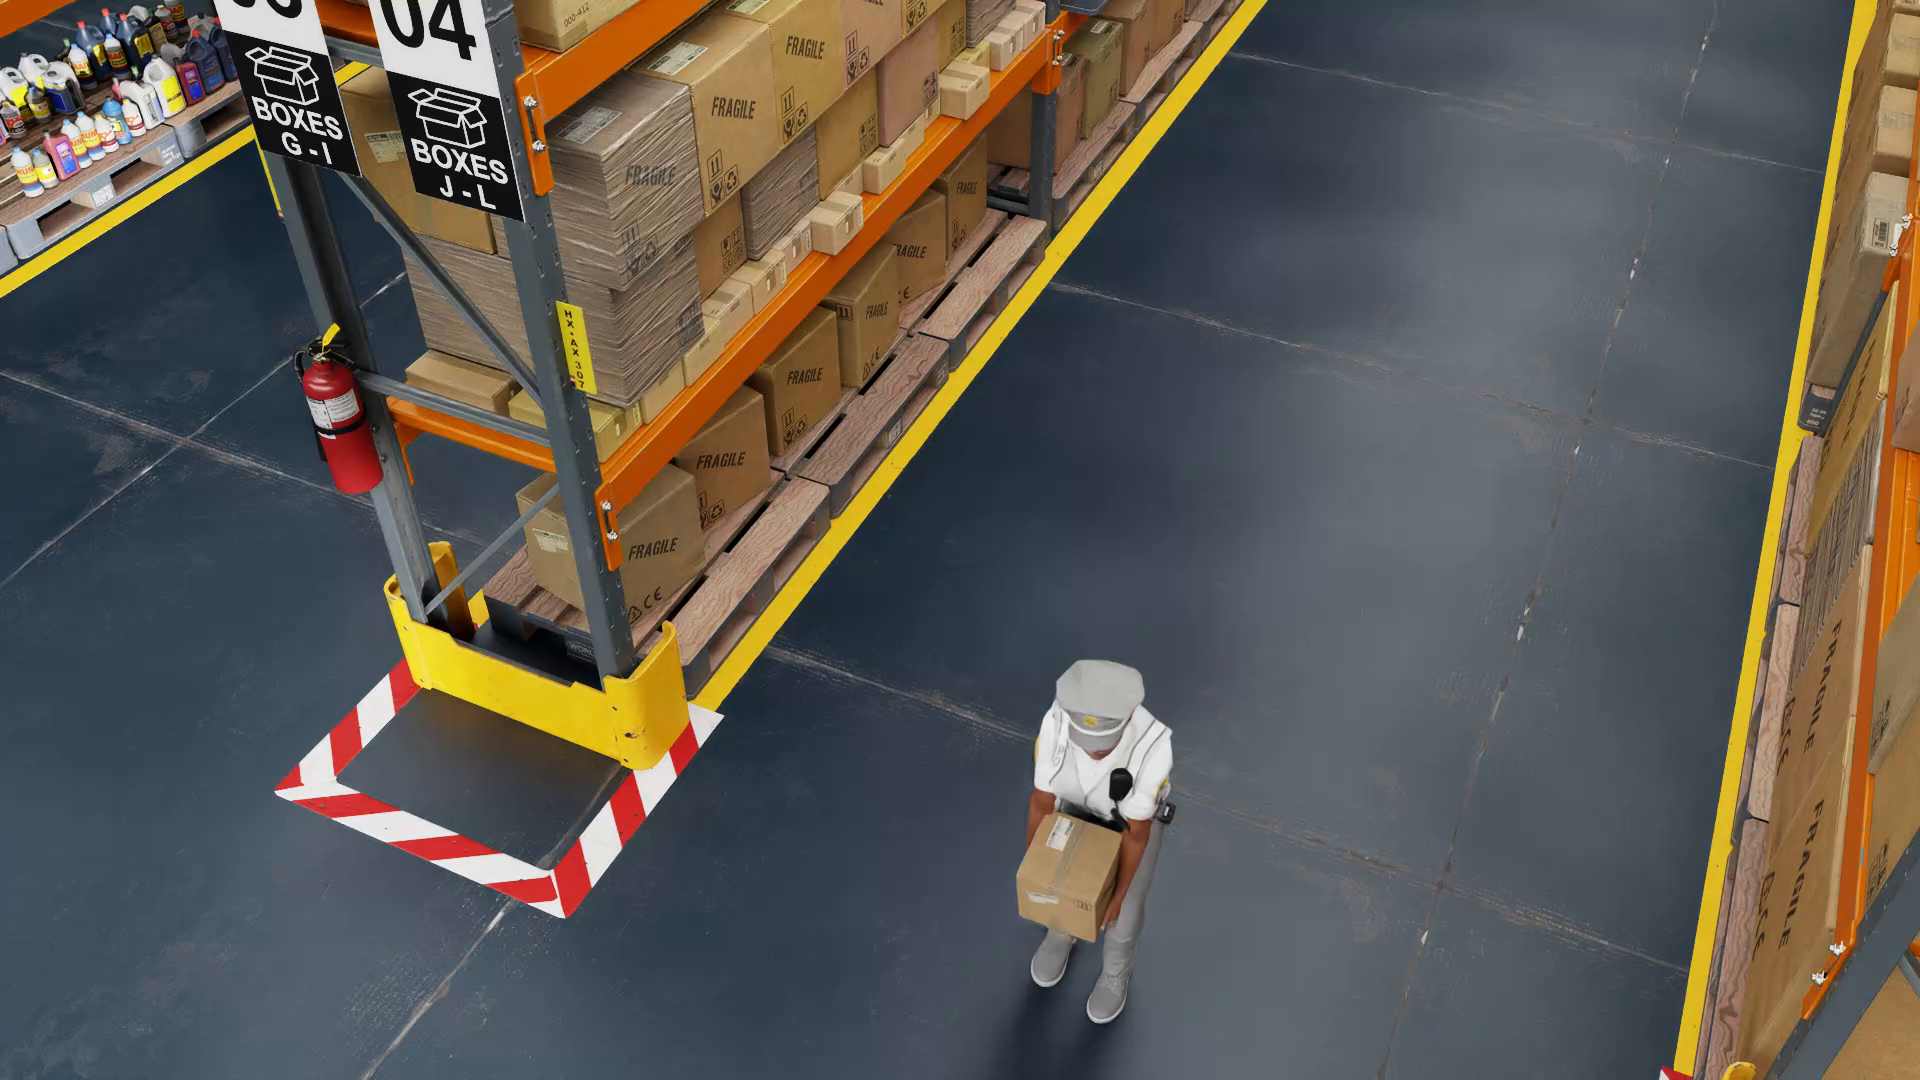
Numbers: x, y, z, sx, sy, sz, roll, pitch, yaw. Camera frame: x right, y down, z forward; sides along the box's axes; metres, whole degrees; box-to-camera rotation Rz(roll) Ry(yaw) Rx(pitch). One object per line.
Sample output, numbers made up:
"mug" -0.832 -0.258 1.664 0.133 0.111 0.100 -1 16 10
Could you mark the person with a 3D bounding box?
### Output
"person" 0.426 0.924 5.180 0.414 1.623 0.561 17 45 18
